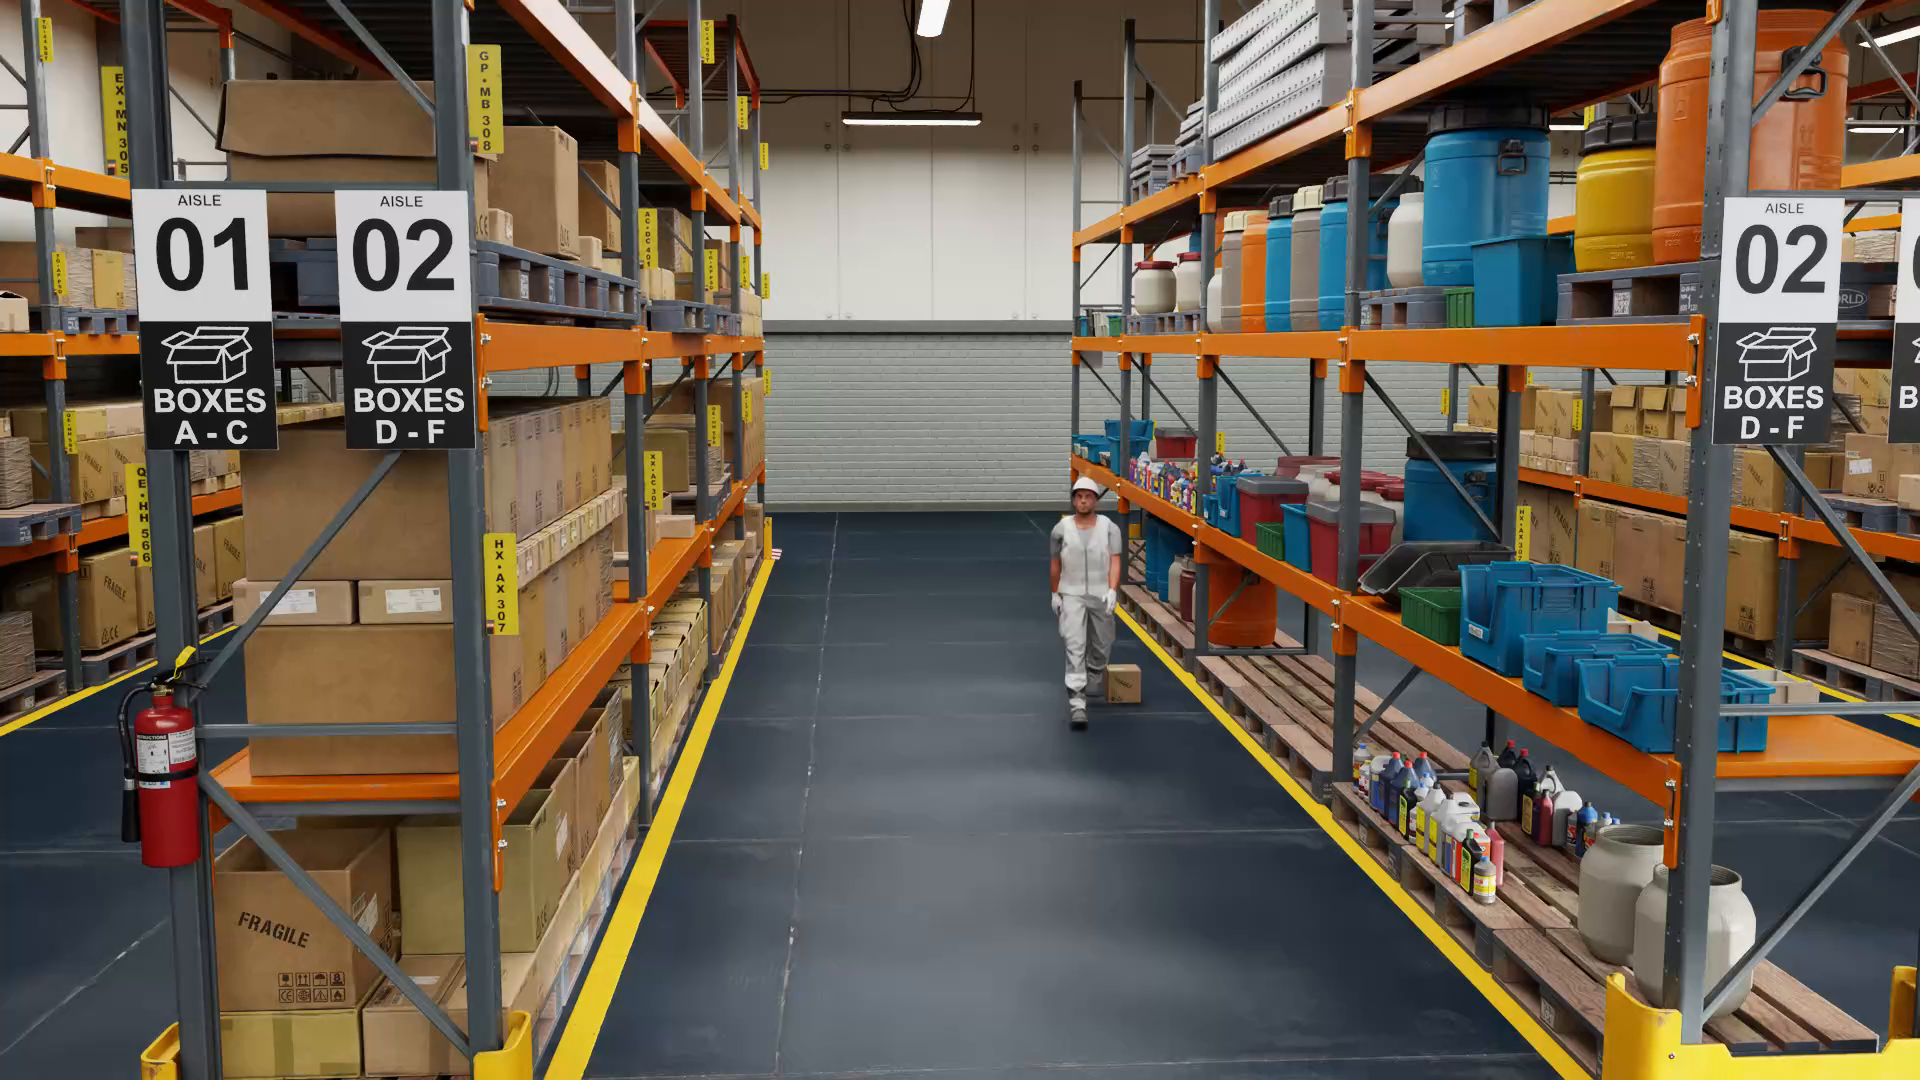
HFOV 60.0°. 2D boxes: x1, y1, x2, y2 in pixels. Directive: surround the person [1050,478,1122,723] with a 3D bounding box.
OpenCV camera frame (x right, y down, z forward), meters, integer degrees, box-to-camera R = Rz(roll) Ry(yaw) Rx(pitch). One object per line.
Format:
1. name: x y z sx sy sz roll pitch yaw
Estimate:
1. person: 0.921 0.416 12.162 0.520 1.747 1.020 0 7 -1
